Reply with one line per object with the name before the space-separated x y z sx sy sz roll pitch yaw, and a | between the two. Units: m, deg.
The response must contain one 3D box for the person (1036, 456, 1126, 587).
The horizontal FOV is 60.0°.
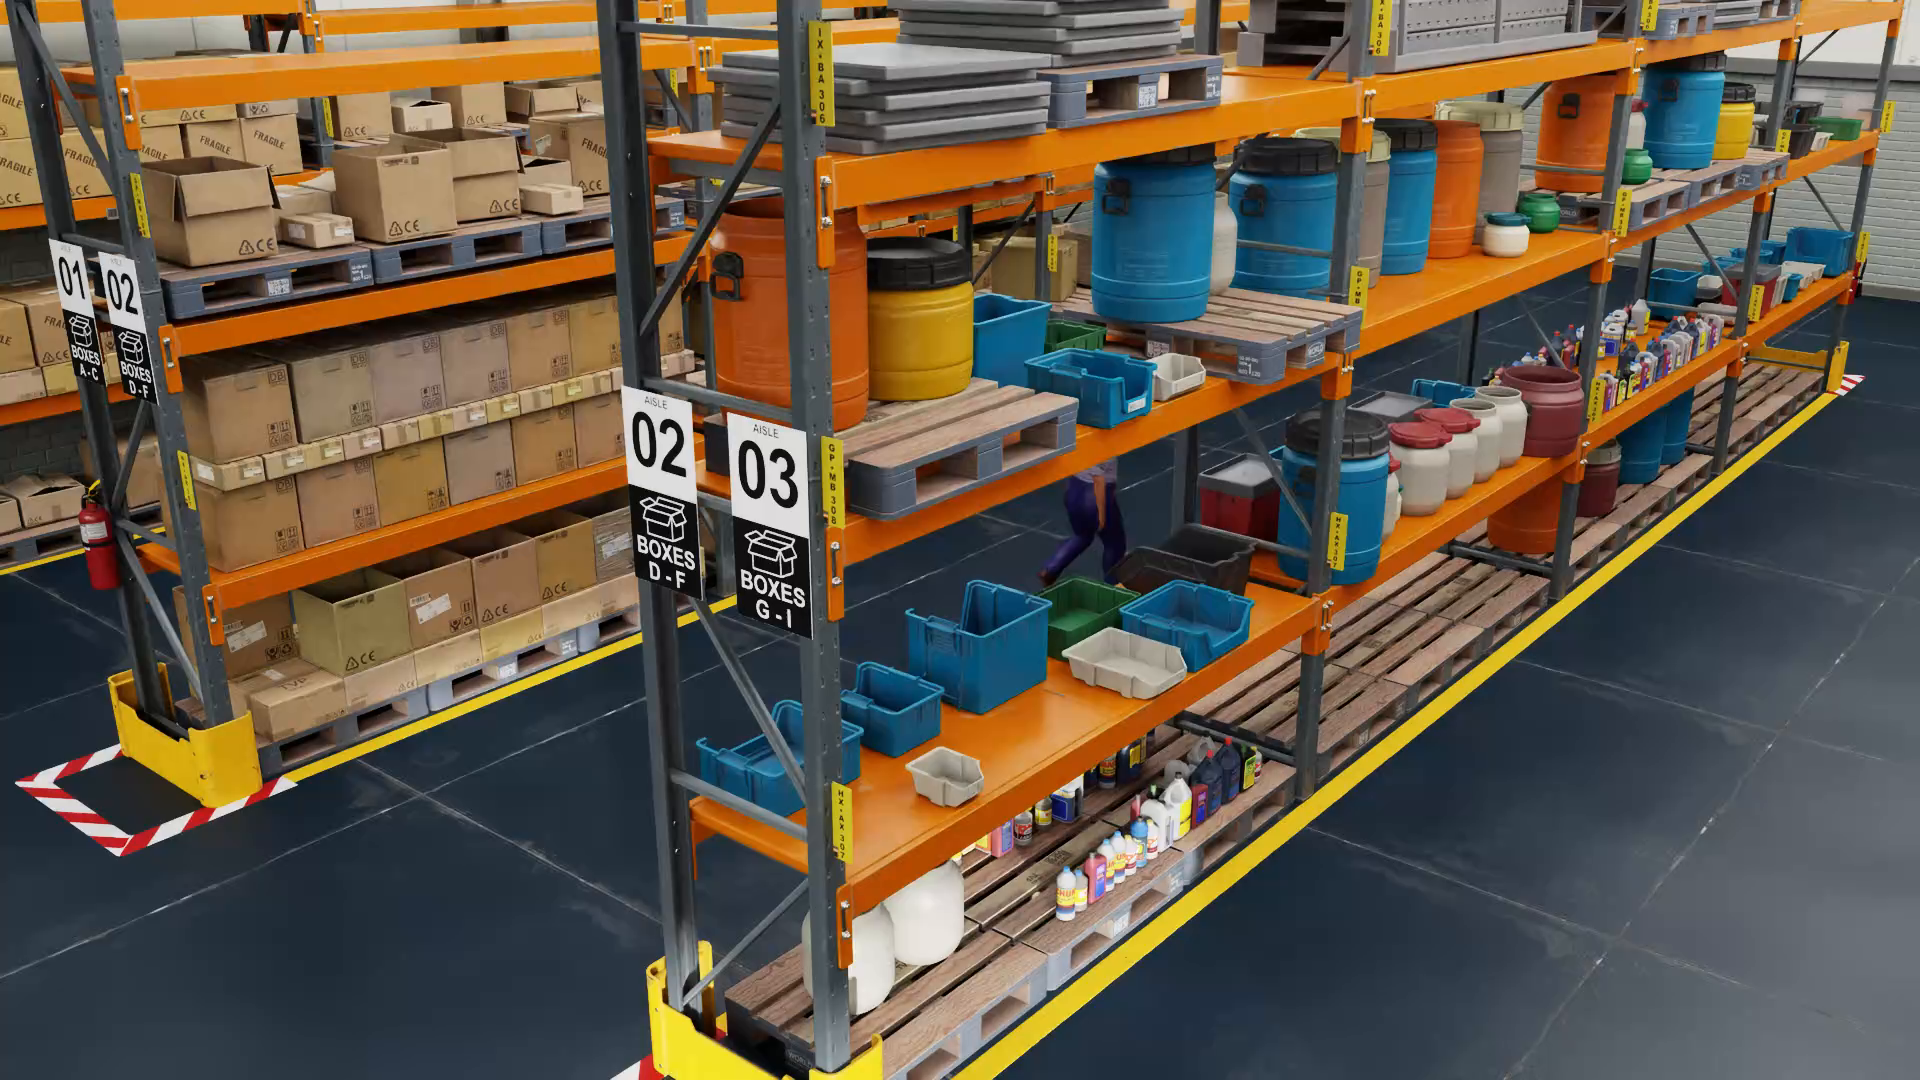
person | 0.988 -0.293 12.341 0.757 1.617 0.489 -13 24 -30
